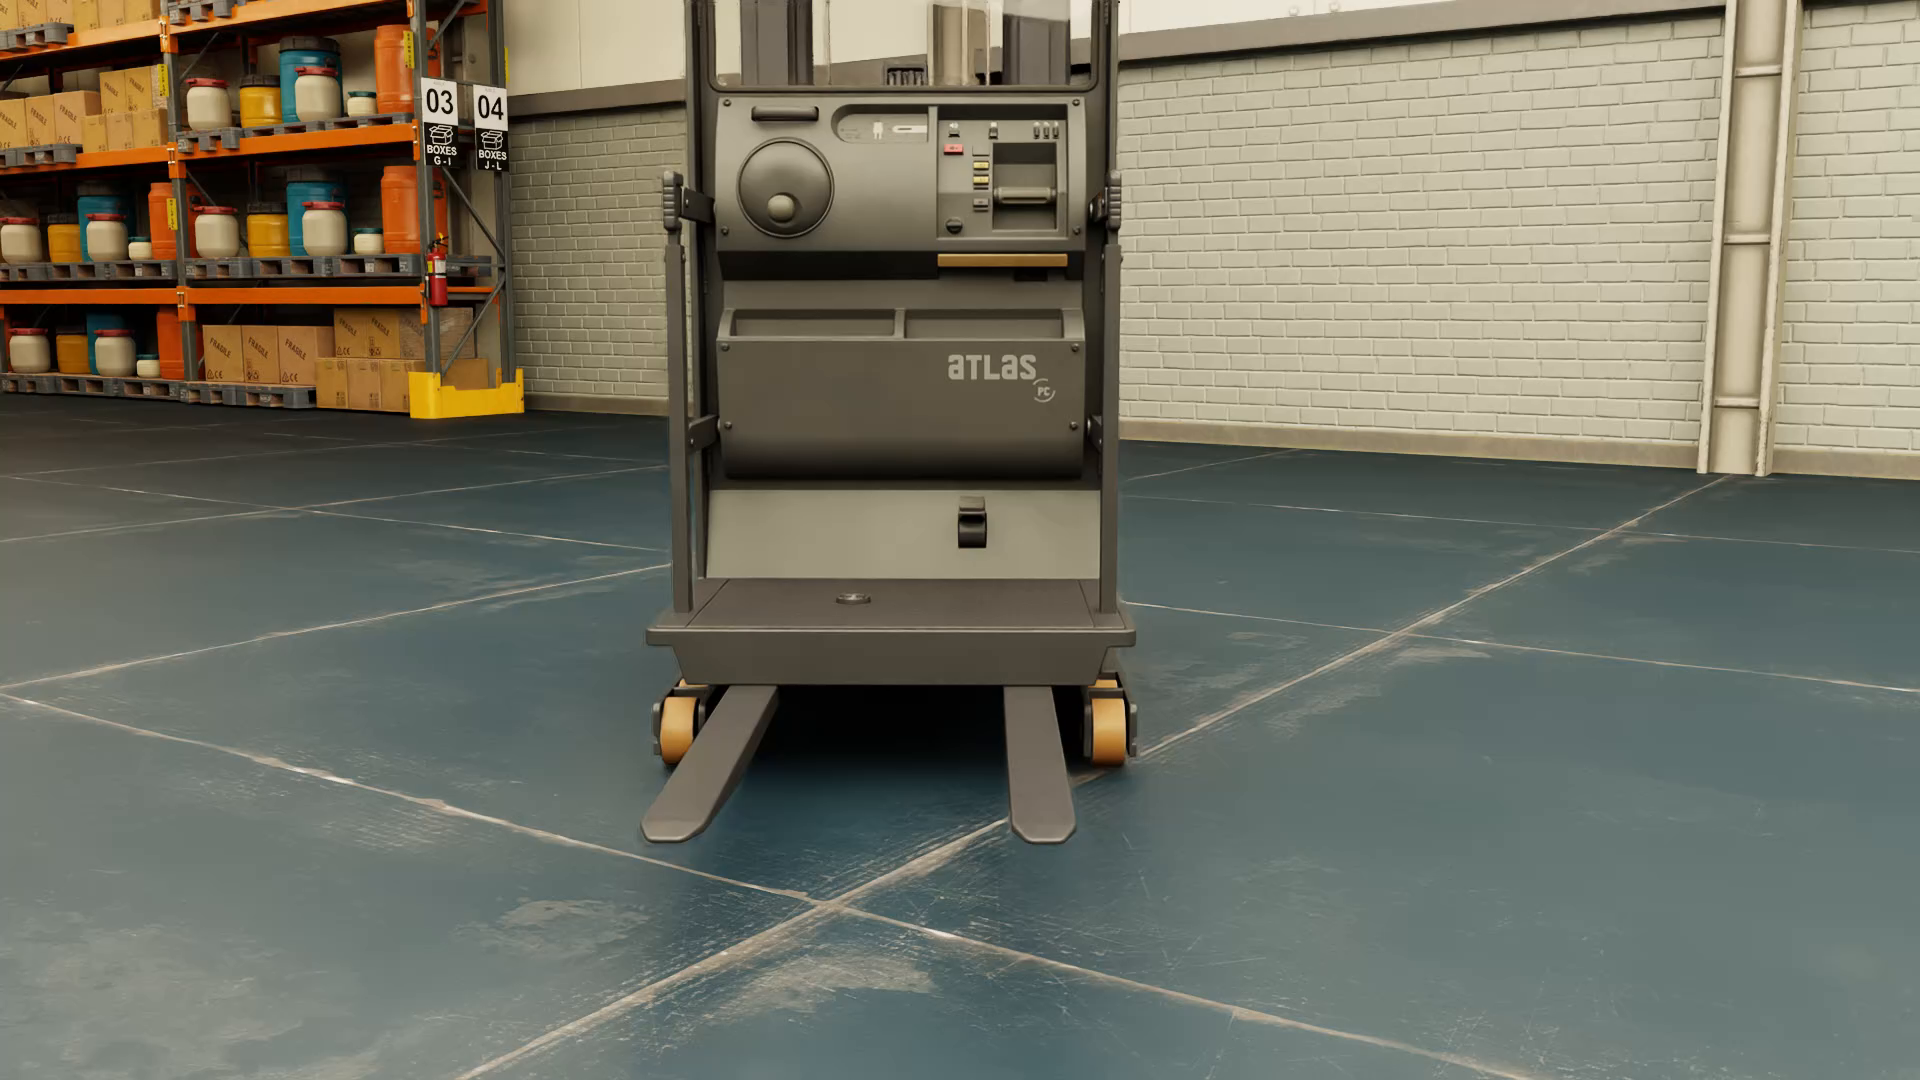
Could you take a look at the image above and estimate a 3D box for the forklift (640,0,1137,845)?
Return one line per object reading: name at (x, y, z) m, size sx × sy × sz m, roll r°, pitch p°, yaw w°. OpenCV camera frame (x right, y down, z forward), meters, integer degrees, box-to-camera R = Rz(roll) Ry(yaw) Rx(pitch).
forklift at (-0.149, -0.965, 3.978) m, size 1.130 × 2.935 × 3.031 m, roll 0°, pitch 8°, yaw 1°
